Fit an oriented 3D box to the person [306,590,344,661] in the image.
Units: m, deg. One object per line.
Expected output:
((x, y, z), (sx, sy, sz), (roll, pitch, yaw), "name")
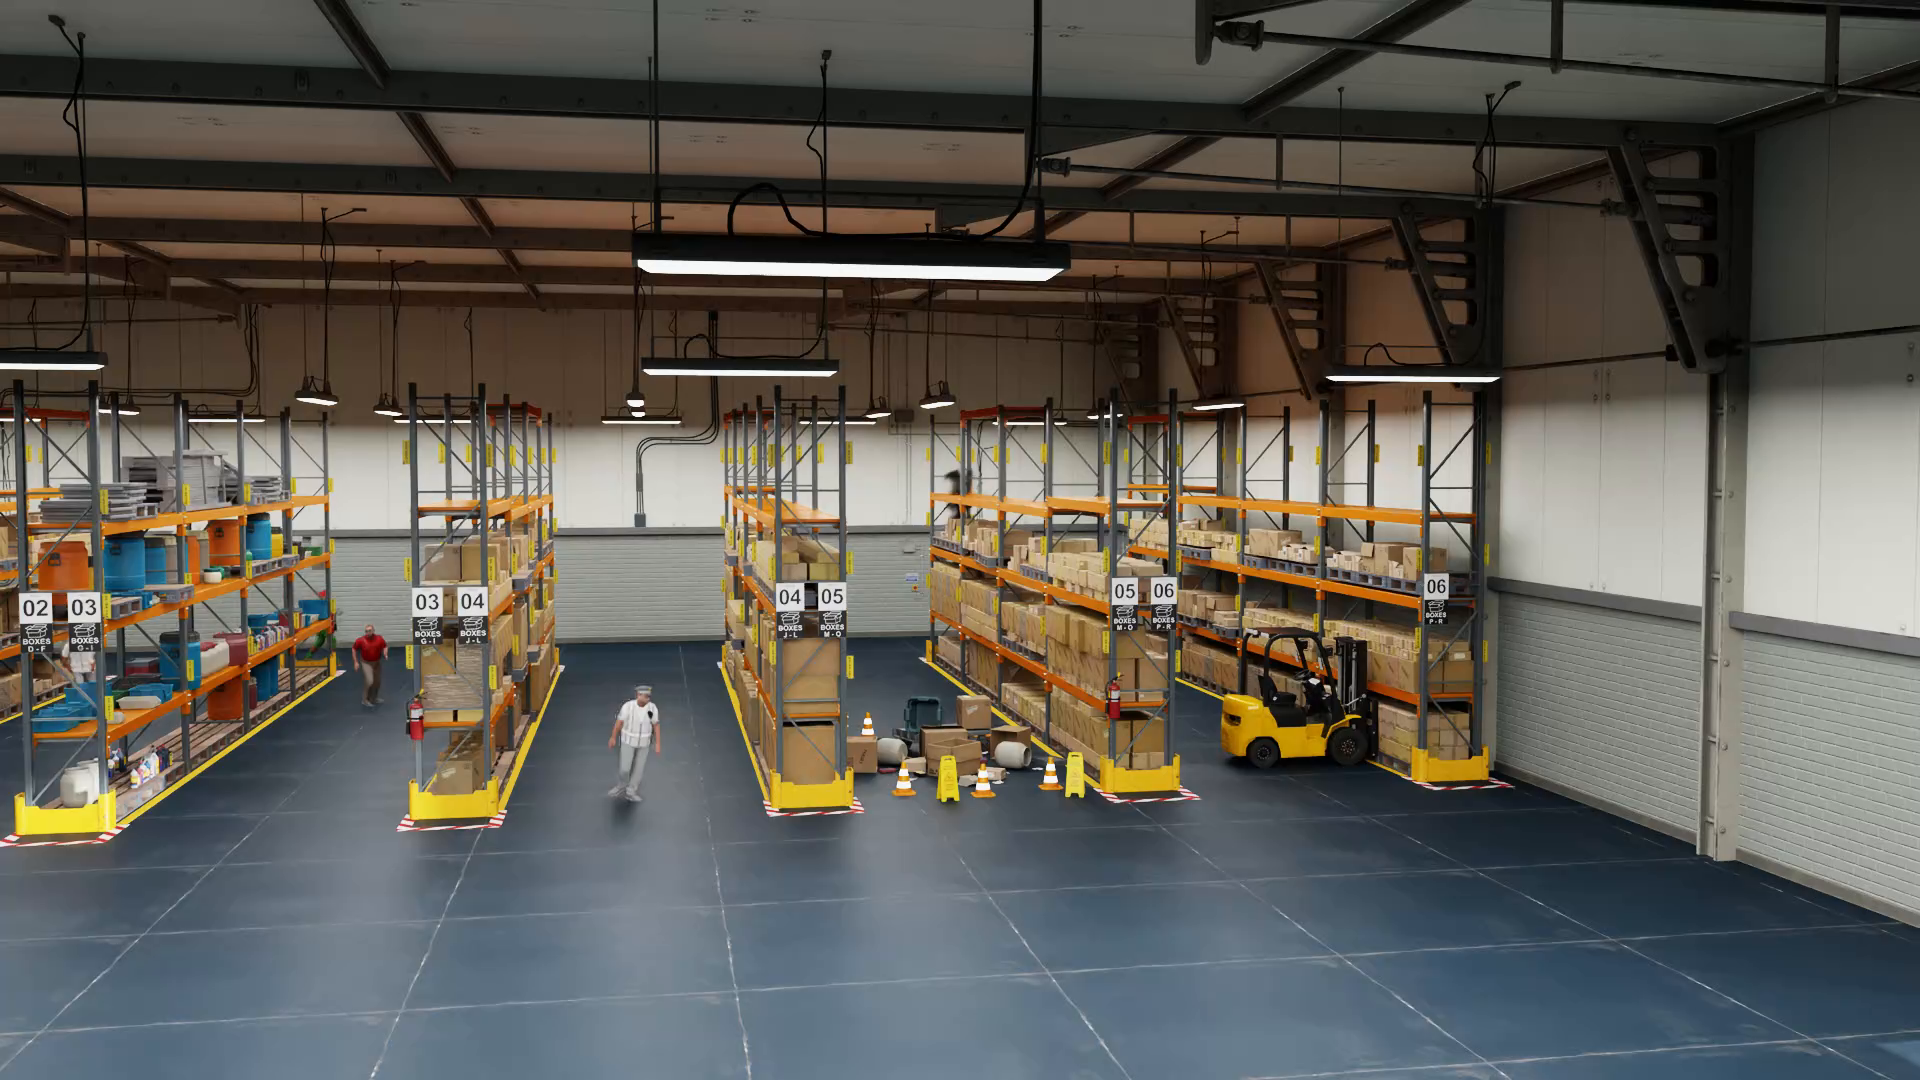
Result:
((-15.063, 2.027, 39.399), (0.880, 1.697, 0.648), (-1, 3, -14), "person")

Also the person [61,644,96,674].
((-16.945, 2.540, 32.061), (0.685, 1.674, 0.792), (-1, 3, -22), "person")

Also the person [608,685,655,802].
((-4.737, 2.938, 24.013), (0.639, 1.709, 0.586), (-1, 3, -26), "person")

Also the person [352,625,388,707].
((-11.749, 2.526, 33.302), (0.853, 1.699, 0.671), (2, 4, 39), "person")
